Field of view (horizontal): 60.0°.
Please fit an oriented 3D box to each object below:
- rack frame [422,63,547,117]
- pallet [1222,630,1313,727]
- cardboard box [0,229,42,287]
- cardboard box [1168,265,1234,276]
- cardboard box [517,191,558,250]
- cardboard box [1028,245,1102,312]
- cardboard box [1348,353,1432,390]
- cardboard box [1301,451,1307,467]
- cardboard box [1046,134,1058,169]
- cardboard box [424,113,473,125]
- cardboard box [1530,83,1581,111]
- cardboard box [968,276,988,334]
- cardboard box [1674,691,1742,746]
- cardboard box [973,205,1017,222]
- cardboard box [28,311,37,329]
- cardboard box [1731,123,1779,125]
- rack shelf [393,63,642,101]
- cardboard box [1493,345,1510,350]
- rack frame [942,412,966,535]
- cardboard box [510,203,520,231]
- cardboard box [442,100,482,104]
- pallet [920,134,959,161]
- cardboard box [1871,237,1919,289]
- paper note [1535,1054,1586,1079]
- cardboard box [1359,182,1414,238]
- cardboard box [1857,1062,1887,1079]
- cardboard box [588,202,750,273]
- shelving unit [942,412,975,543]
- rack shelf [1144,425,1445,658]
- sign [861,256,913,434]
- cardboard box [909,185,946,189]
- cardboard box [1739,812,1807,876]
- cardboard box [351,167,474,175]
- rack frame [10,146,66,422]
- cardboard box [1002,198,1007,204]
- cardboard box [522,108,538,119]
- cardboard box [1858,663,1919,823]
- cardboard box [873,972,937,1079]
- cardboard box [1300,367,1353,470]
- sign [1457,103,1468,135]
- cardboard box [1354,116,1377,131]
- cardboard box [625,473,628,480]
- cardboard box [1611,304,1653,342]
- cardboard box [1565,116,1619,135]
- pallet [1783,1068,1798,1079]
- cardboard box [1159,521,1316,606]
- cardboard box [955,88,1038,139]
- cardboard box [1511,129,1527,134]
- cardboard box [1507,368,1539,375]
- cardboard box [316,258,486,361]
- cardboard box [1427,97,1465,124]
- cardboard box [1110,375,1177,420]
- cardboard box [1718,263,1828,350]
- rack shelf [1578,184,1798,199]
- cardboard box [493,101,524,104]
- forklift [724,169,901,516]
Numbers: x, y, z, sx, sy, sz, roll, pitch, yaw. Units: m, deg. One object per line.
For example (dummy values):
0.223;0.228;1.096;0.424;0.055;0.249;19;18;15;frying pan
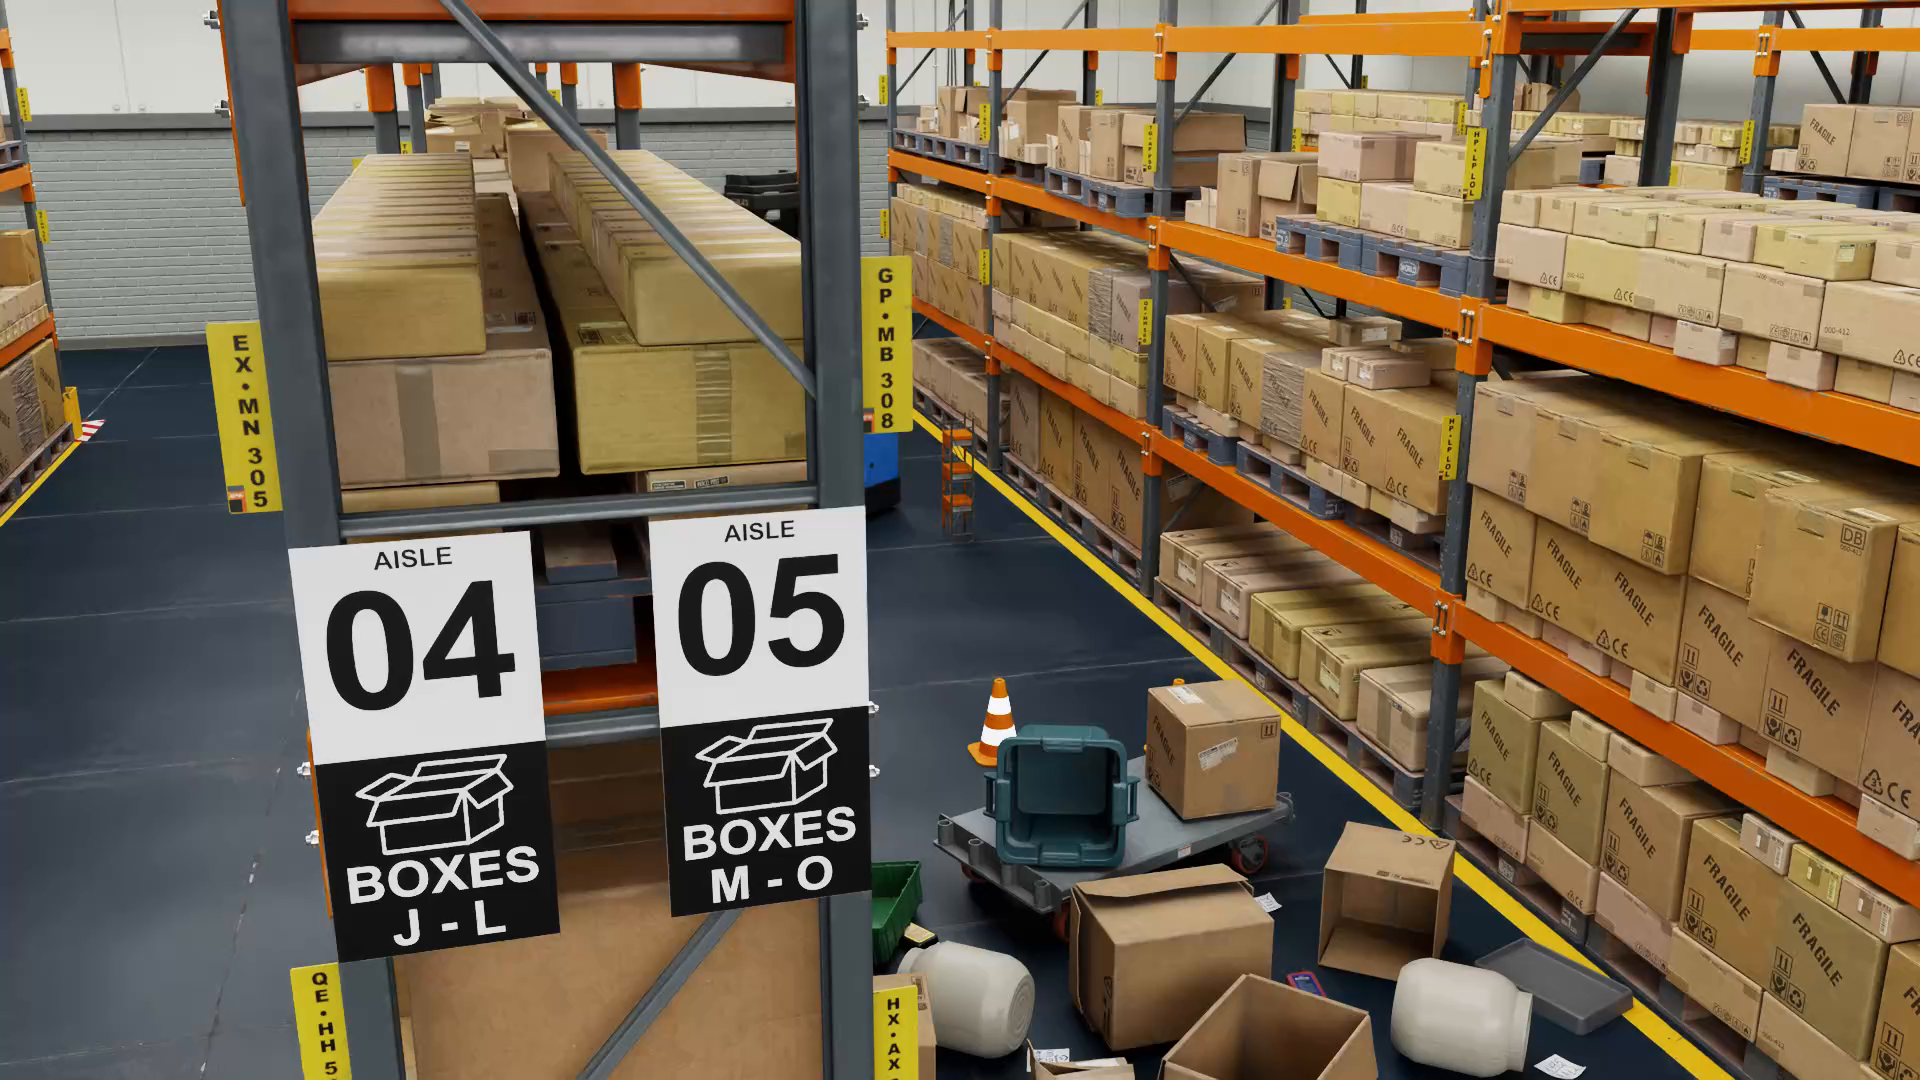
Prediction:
-3.970;-4.613;13.668;1.000;3.000;0.127;-5;17;-15;rack frame
2.406;0.835;10.804;1.003;0.211;1.213;-5;17;-15;pallet
-9.479;-2.798;16.494;0.500;0.500;0.500;-4;17;-15;cardboard box
1.815;-1.872;13.059;0.500;0.500;0.500;-5;17;-15;cardboard box
-1.389;-1.168;6.252;0.500;0.250;0.500;-5;17;-16;cardboard box
0.908;-2.264;14.365;0.500;0.500;0.500;-5;17;-17;cardboard box
2.414;-0.948;9.347;0.380;0.149;0.250;-5;17;-17;cardboard box
2.313;-0.512;10.150;0.380;0.149;0.250;-5;18;-17;cardboard box
0.927;-3.200;13.680;0.396;0.266;0.258;-3;17;-11;cardboard box
-3.387;-2.717;11.065;0.396;0.266;0.258;-5;17;-15;cardboard box
5.788;-4.309;16.166;0.396;0.266;0.258;-5;17;-15;cardboard box
0.389;-2.316;16.273;0.500;0.500;0.500;-5;17;-15;cardboard box
3.177;0.708;6.817;0.380;0.149;0.250;-5;17;-15;cardboard box
0.344;-3.208;16.379;0.380;0.149;0.250;-5;17;-15;cardboard box
-9.310;-2.148;16.326;0.380;0.149;0.250;-5;17;-15;cardboard box
6.687;-3.409;13.923;0.380;0.149;0.250;-5;17;-15;cardboard box
-2.321;-2.418;8.304;1.077;0.370;4.000;-5;17;-15;rack shelf
5.434;-1.895;17.016;0.380;0.149;0.250;-5;17;-16;cardboard box
-0.048;-0.551;13.963;0.200;1.050;0.008;-5;17;-15;rack frame
-2.119;-1.324;7.288;0.500;0.250;0.500;-5;17;-15;cardboard box
-4.903;-4.251;16.375;0.380;0.149;0.250;-4;17;-14;cardboard box
0.215;-4.118;17.386;1.003;0.211;1.213;-5;17;-15;pallet
3.434;-0.969;5.801;0.380;0.149;0.250;-5;17;-17;cardboard box
2.444;2.143;6.765;0.142;0.019;0.148;-12;20;-34;paper note
2.526;-1.803;9.057;0.500;0.250;0.500;-4;17;-15;cardboard box
3.572;2.066;5.908;0.500;0.250;0.500;-5;17;-16;cardboard box
-0.736;-0.767;4.224;0.380;0.149;0.250;-5;17;-16;cardboard box
-0.015;-0.518;13.850;0.215;1.050;0.252;-5;17;-15;shelving unit
2.411;-0.155;10.506;1.077;0.370;4.000;-5;17;-15;rack shelf
-0.137;-0.356;3.053;0.100;0.325;0.005;-5;17;-15;sign
-0.366;-3.916;18.737;0.380;0.149;0.250;-4;17;-14;cardboard box
3.287;1.166;6.476;0.380;0.149;0.250;-4;17;-13;cardboard box
-1.788;-1.136;5.454;0.380;0.149;0.250;-5;17;-16;cardboard box
-9.866;-2.483;17.003;1.000;3.000;0.127;-5;17;-15;rack frame
0.525;-3.454;17.198;0.380;0.149;0.250;-5;17;-15;cardboard box
-3.817;-3.635;14.324;0.380;0.149;0.250;-5;17;-16;cardboard box
3.512;0.702;5.710;0.500;0.500;0.500;-5;17;-15;cardboard box
-0.358;2.017;6.365;0.500;0.500;0.500;-2;17;-6;cardboard box
2.339;-0.728;9.741;0.500;0.500;0.500;-4;17;-13;cardboard box
5.014;-4.192;16.582;0.100;0.325;0.005;-5;17;-15;sign
4.746;-4.600;18.580;0.500;0.250;0.500;-5;17;-16;cardboard box
-0.597;-0.246;3.877;0.380;0.149;0.250;-5;17;-15;cardboard box
3.033;-0.948;7.118;0.380;0.149;0.250;-4;17;-14;cardboard box
5.673;-3.722;14.931;0.380;0.149;0.250;-5;17;-15;cardboard box
3.850;2.247;6.106;1.003;0.211;1.213;-5;17;-15;pallet
2.007;0.161;12.039;0.950;0.372;0.625;-6;18;-19;cardboard box
0.360;-4.265;16.640;0.797;0.503;0.637;-3;17;-11;cardboard box
5.422;-3.791;15.677;0.380;0.149;0.250;-4;17;-14;cardboard box
5.608;-1.607;16.575;0.380;0.149;0.250;-6;18;-18;cardboard box
-1.091;-0.435;3.117;0.380;0.149;0.250;-5;17;-15;cardboard box
5.163;-4.420;17.114;0.500;0.250;0.500;-5;17;-15;cardboard box
1.473;-1.101;12.663;0.500;0.250;0.500;-5;18;-17;cardboard box
3.235;-0.890;6.229;0.500;0.250;0.500;-5;17;-15;cardboard box
6.083;-3.092;15.068;1.077;0.370;4.000;-5;17;-15;rack shelf
-4.294;-4.146;16.024;0.380;0.149;0.250;-5;17;-17;cardboard box
-2.026;-1.809;14.878;3.031;2.935;1.130;12;20;34;forklift
